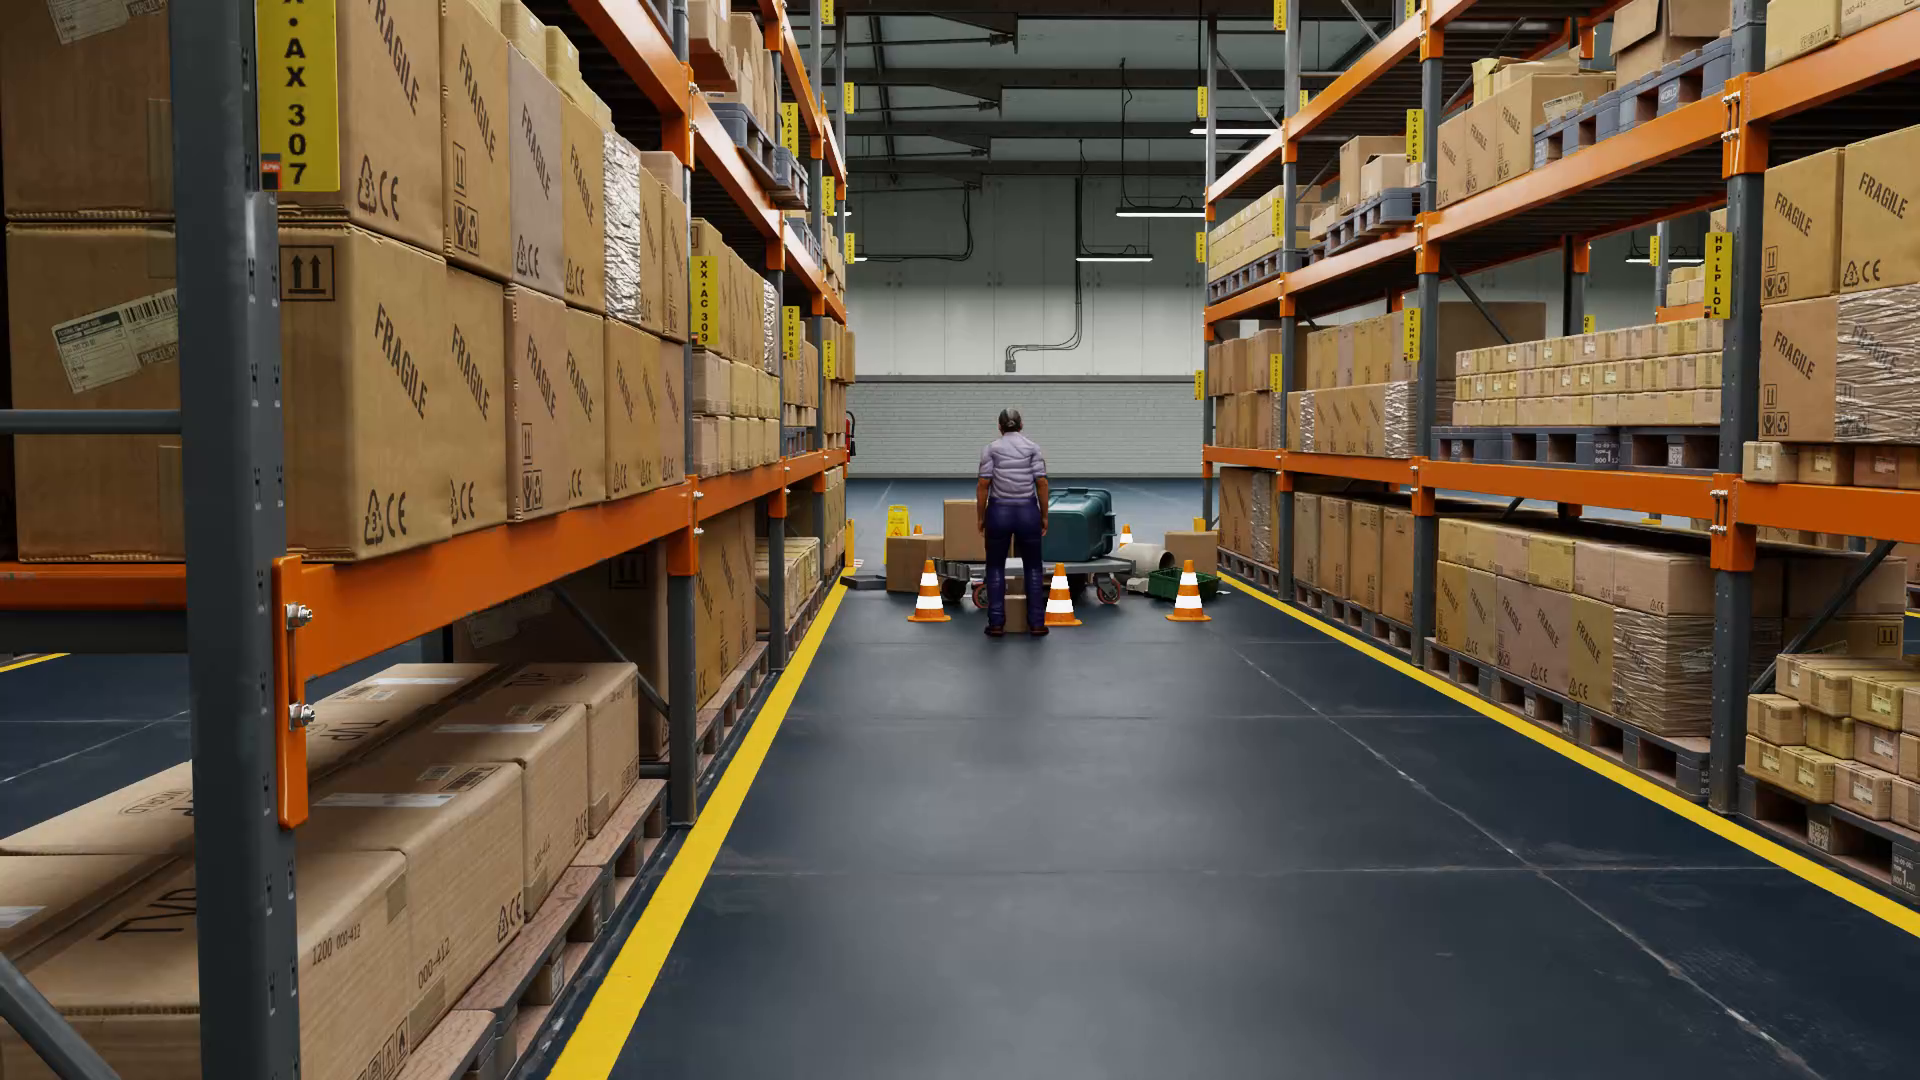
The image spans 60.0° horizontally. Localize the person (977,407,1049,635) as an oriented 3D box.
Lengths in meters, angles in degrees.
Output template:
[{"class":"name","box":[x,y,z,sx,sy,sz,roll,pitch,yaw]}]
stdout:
[{"class":"person","box":[0.389,-0.135,12.062,0.537,1.651,0.374,0,4,-1]}]
